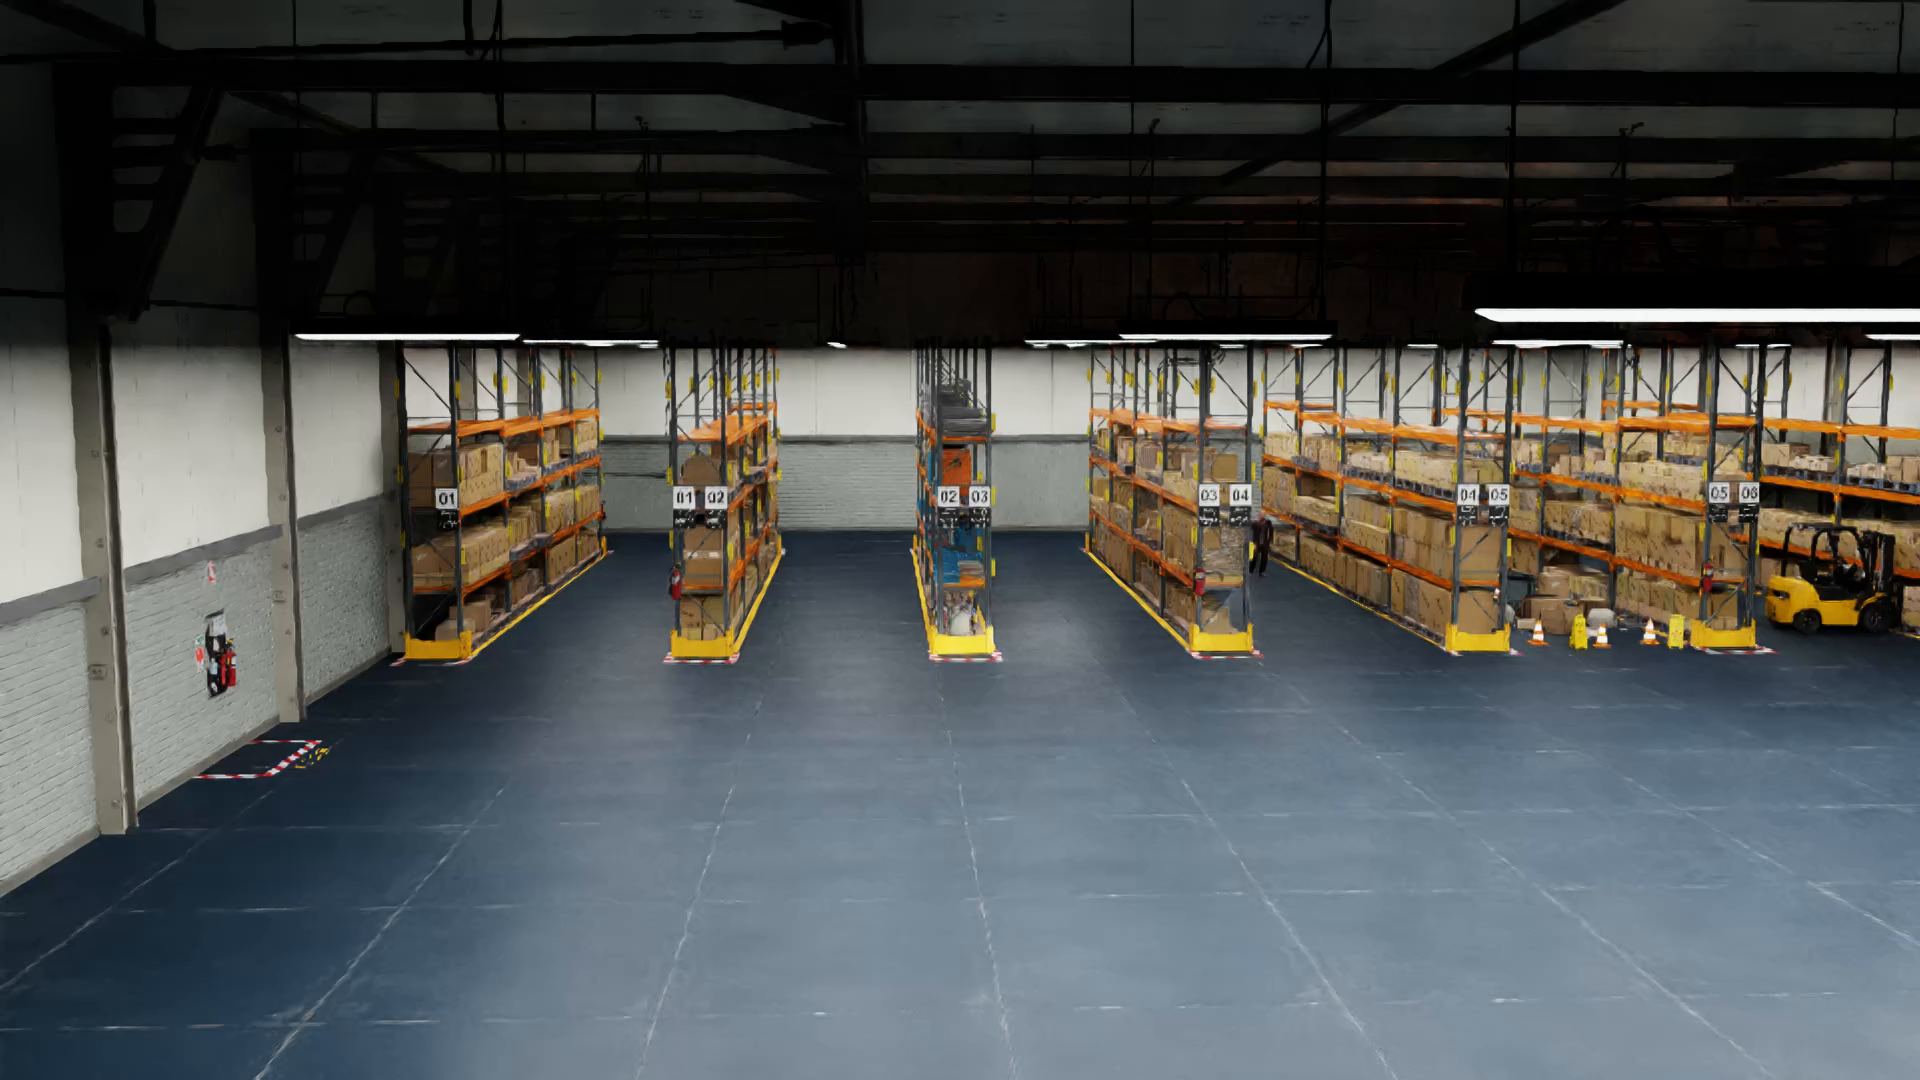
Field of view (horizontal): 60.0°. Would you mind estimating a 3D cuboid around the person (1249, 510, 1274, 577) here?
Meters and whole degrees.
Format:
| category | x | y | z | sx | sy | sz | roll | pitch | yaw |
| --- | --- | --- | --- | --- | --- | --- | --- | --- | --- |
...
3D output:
| category | x | y | z | sx | sy | sz | roll | pitch | yaw |
| --- | --- | --- | --- | --- | --- | --- | --- | --- | --- |
| person | 7.596 | 0.174 | 42.183 | 0.729 | 1.545 | 0.544 | -1 | 7 | -4 |
